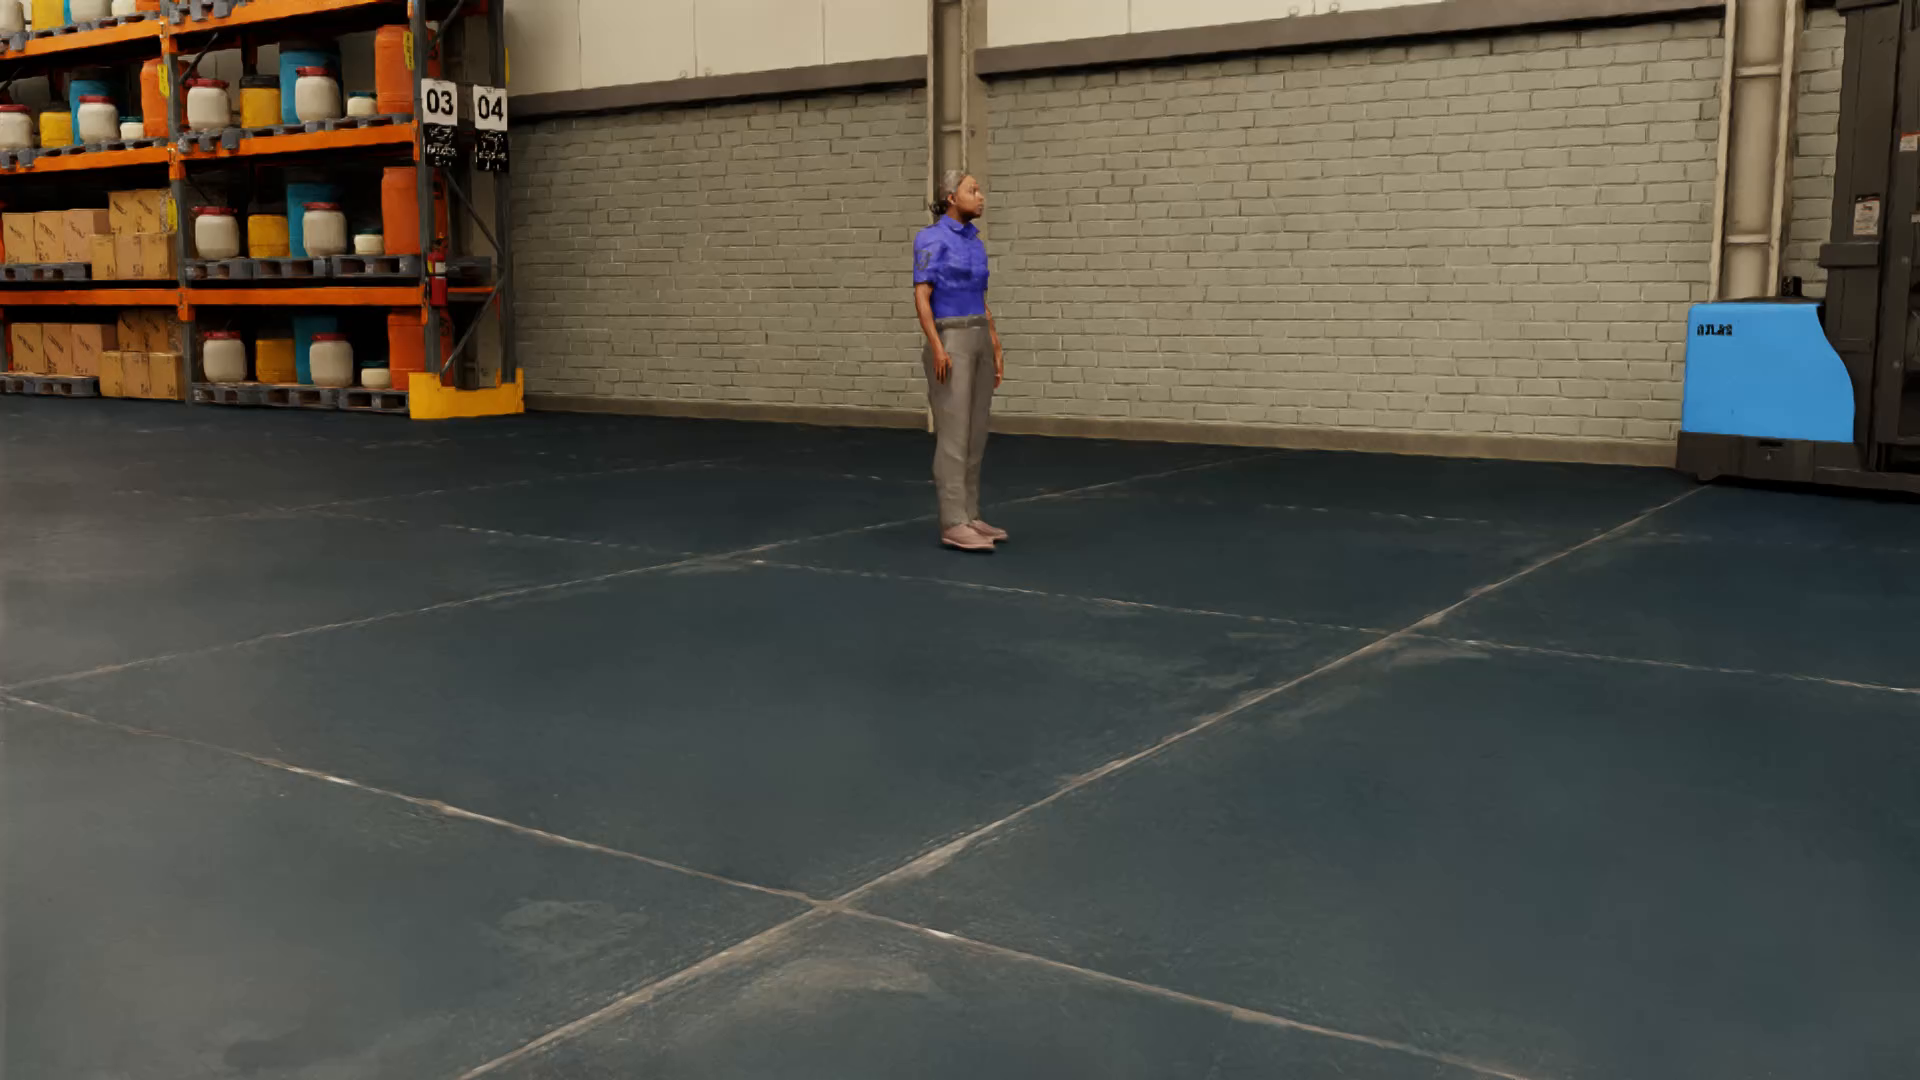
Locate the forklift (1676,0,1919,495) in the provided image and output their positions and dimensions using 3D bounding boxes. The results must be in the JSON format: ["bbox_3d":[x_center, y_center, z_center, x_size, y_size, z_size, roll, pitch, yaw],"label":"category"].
[{"bbox_3d":[5.600,-1.672,8.953,1.130,2.935,3.031,-6,10,-36],"label":"forklift"}]

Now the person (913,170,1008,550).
[{"bbox_3d":[0.062,-0.817,7.422,0.503,1.654,0.570,5,10,34],"label":"person"}]
